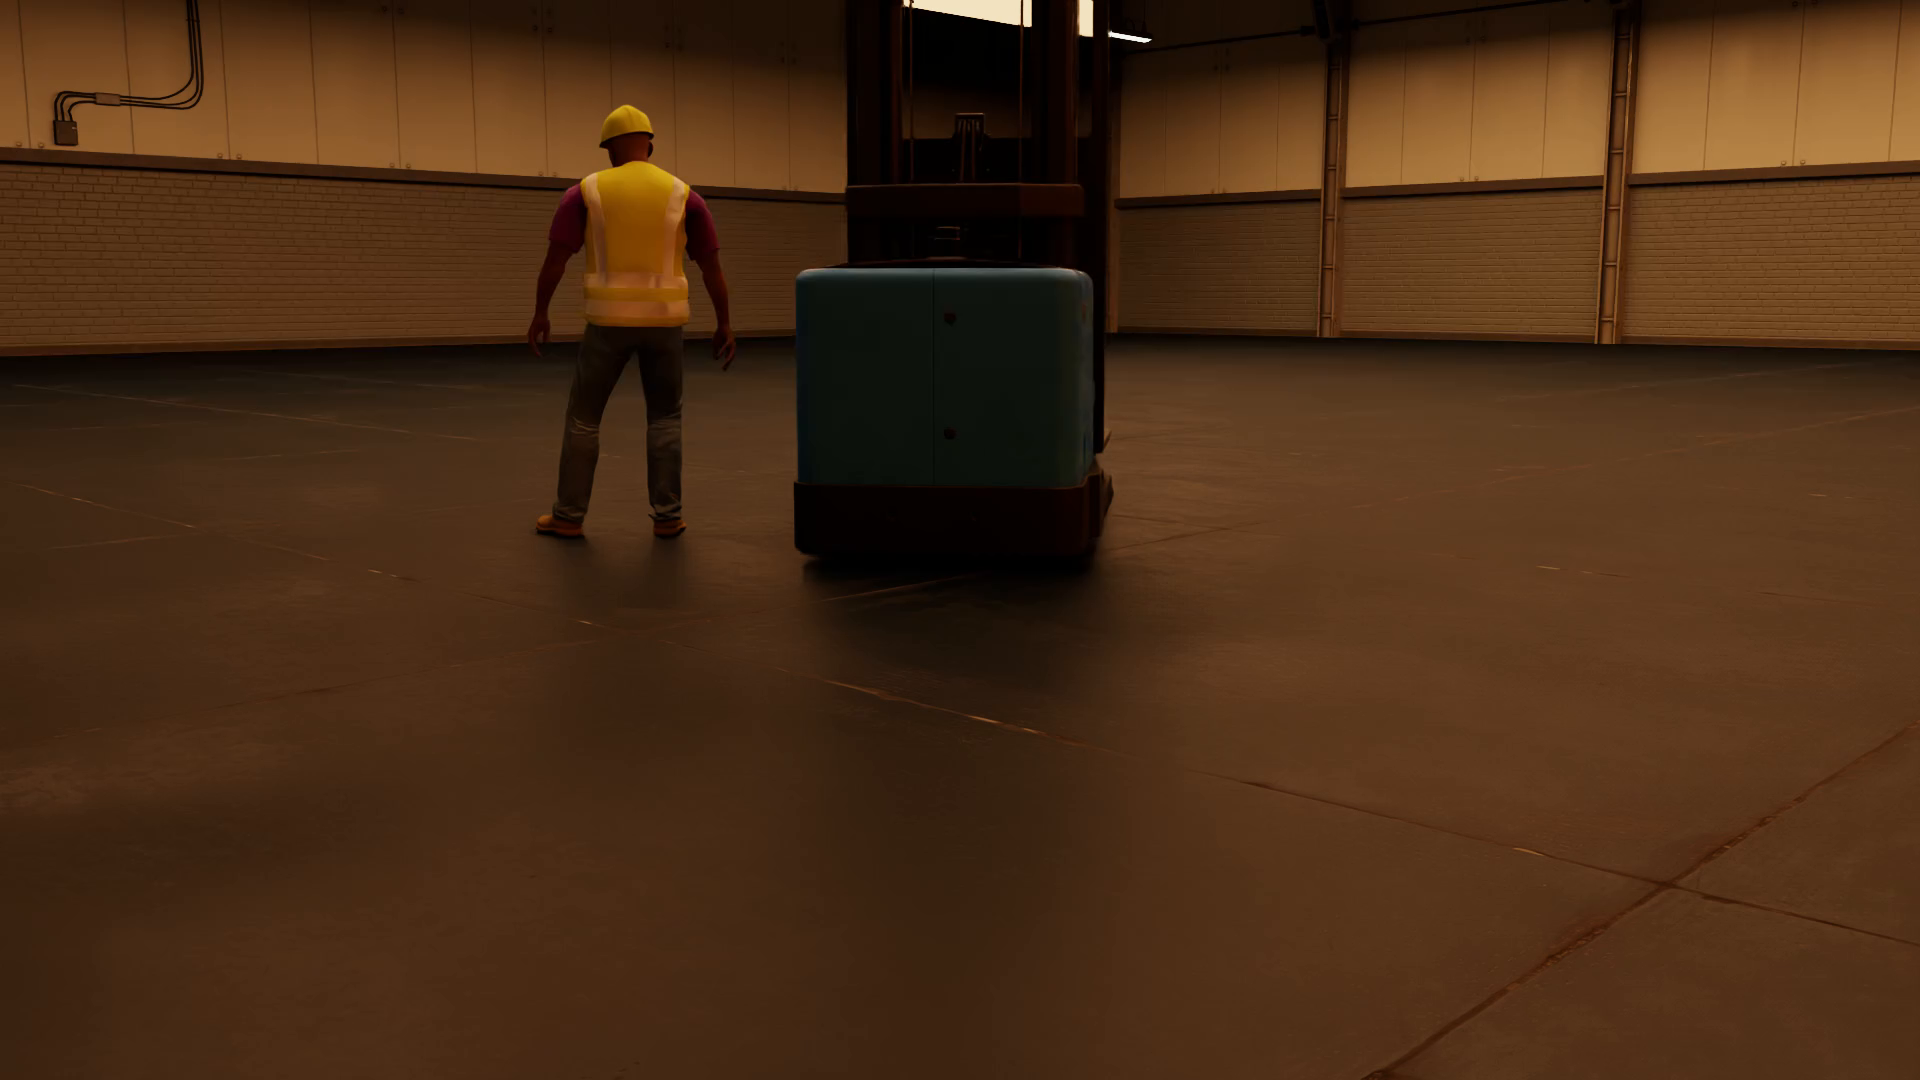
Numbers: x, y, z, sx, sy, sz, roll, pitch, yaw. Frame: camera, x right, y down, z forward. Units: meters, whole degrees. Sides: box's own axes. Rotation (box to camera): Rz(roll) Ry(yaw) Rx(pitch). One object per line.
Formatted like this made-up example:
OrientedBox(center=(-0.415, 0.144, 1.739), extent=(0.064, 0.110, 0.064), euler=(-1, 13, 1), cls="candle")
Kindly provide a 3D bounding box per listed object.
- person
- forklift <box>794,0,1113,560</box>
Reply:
OrientedBox(center=(-1.347, -0.895, 6.822), extent=(0.824, 1.739, 0.421), euler=(-2, 9, -15), cls="person")
OrientedBox(center=(0.104, -1.554, 7.193), extent=(1.130, 2.935, 3.031), euler=(1, 9, 7), cls="forklift")
